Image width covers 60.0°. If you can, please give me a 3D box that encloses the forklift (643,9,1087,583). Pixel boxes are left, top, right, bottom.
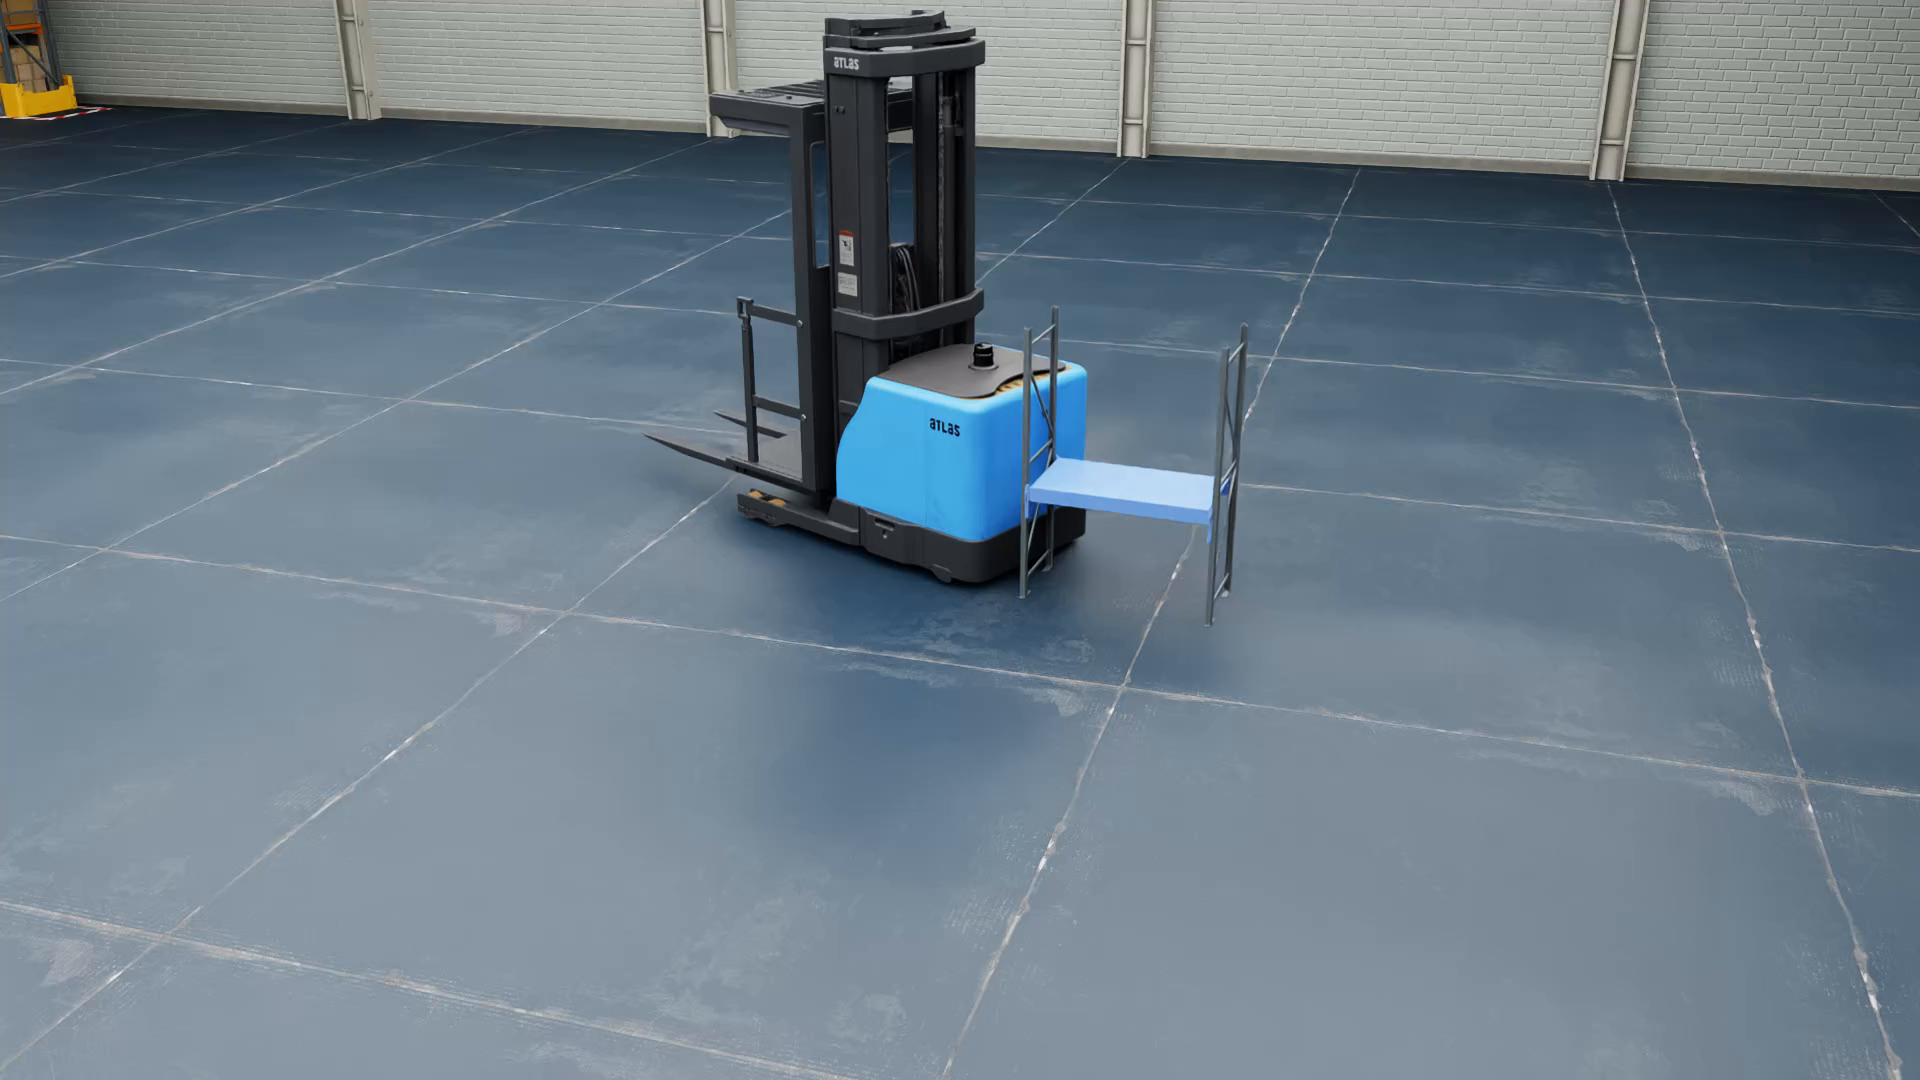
[{"bbox_3d":[-0.713,-1.568,9.731,3.031,2.935,1.130,18,29,37],"label":"forklift"}]

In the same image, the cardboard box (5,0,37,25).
[{"bbox_3d":[-14.884,-8.340,26.018,0.500,0.500,0.500,7,23,17],"label":"cardboard box"}]

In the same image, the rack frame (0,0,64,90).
[{"bbox_3d":[-14.490,-8.139,25.658,0.127,3.000,1.000,7,23,16],"label":"rack frame"}]

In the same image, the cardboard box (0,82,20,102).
[{"bbox_3d":[-15.031,-6.997,25.946,0.500,0.250,0.500,7,23,16],"label":"cardboard box"}]

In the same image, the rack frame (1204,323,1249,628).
[{"bbox_3d":[1.377,-0.327,8.591,0.032,1.500,0.500,8,24,19],"label":"rack frame"}]

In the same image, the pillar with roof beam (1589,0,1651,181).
[{"bbox_3d":[6.837,-7.123,15.277,0.400,9.000,9.100,7,23,16],"label":"pillar with roof beam"}]

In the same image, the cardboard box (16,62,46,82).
[{"bbox_3d":[-14.880,-7.419,26.315,0.500,0.250,0.500,7,23,16],"label":"cardboard box"}]

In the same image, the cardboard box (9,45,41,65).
[{"bbox_3d":[-14.896,-7.645,26.207,0.500,0.250,0.500,6,23,15],"label":"cardboard box"}]

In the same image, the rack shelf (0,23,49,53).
[{"bbox_3d":[-16.405,-8.025,26.329,4.000,0.370,1.077,7,23,16],"label":"rack shelf"}]

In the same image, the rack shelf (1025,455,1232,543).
[{"bbox_3d":[0.901,-0.229,8.825,1.000,0.185,0.538,8,24,19],"label":"rack shelf"}]

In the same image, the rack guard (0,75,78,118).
[{"bbox_3d":[-14.467,-6.979,26.126,0.348,0.500,1.175,7,23,16],"label":"rack guard"}]

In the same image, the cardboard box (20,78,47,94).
[{"bbox_3d":[-14.904,-7.186,26.405,0.500,0.250,0.500,7,23,16],"label":"cardboard box"}]

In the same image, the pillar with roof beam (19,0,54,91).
[{"bbox_3d":[-16.140,-9.754,21.691,0.400,9.000,9.100,7,23,16],"label":"pillar with roof beam"}]

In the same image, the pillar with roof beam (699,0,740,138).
[{"bbox_3d":[-4.651,-8.438,18.484,0.400,9.000,9.100,7,23,16],"label":"pillar with roof beam"}]

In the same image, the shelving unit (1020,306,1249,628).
[{"bbox_3d":[0.901,-0.395,8.757,1.048,1.500,0.538,8,24,19],"label":"shelving unit"}]

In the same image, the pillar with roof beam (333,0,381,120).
[{"bbox_3d":[-10.396,-9.096,20.088,0.400,9.000,9.100,7,23,16],"label":"pillar with roof beam"}]

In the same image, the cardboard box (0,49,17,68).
[{"bbox_3d":[-15.021,-7.460,25.757,0.500,0.250,0.500,7,23,17],"label":"cardboard box"}]

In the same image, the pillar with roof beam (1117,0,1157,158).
[{"bbox_3d":[1.093,-7.781,16.881,0.400,9.000,9.100,7,23,16],"label":"pillar with roof beam"}]

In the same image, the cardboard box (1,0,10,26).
[{"bbox_3d":[-15.037,-8.143,25.538,0.500,0.500,0.500,6,23,14],"label":"cardboard box"}]

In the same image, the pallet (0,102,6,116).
[{"bbox_3d":[-15.234,-6.917,26.355,1.213,0.211,1.003,7,23,16],"label":"pallet"}]

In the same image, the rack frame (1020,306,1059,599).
[{"bbox_3d":[0.425,-0.463,8.923,0.032,1.500,0.500,8,24,19],"label":"rack frame"}]

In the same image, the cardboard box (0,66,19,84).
[{"bbox_3d":[-15.046,-7.232,25.859,0.500,0.250,0.500,6,23,15],"label":"cardboard box"}]
